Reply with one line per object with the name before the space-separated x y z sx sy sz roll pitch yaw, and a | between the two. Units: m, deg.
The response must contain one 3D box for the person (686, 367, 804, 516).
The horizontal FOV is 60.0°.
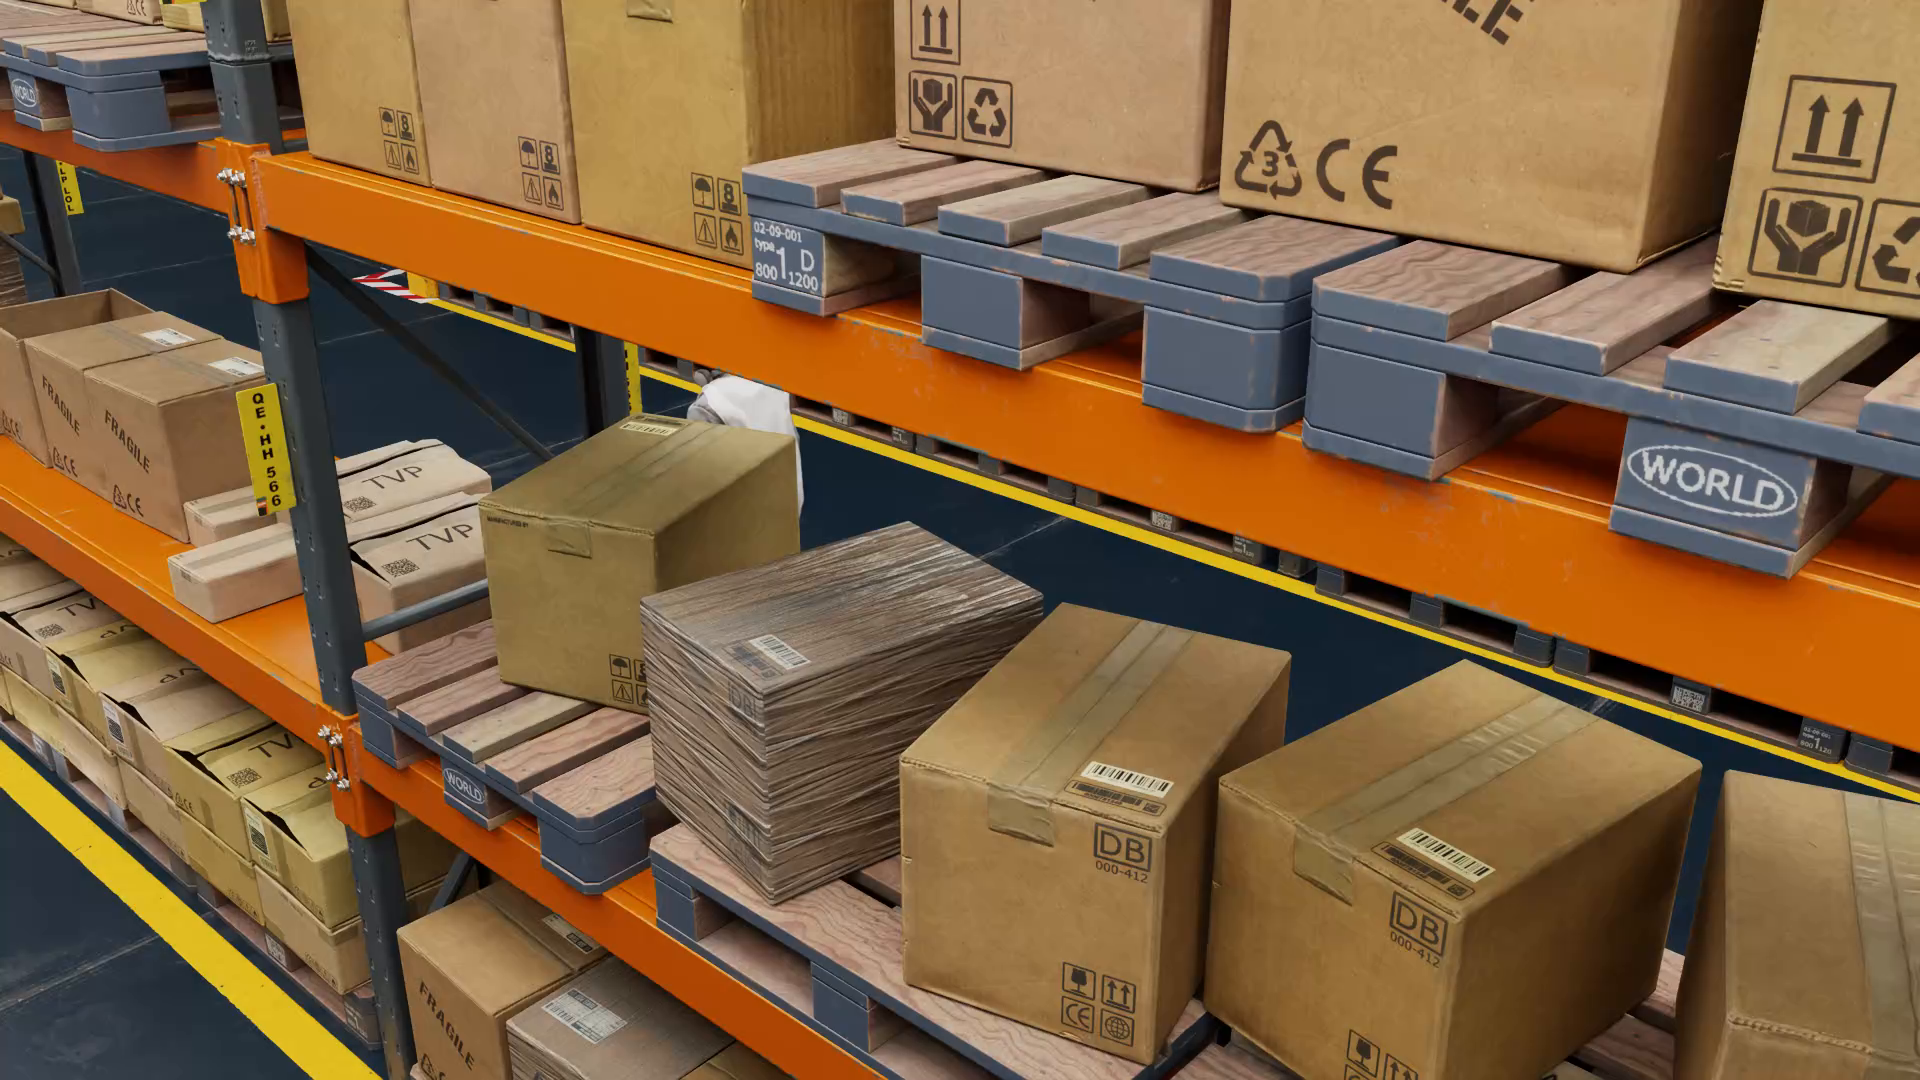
person | -0.887 -0.122 6.843 0.458 1.773 0.594 18 29 35
